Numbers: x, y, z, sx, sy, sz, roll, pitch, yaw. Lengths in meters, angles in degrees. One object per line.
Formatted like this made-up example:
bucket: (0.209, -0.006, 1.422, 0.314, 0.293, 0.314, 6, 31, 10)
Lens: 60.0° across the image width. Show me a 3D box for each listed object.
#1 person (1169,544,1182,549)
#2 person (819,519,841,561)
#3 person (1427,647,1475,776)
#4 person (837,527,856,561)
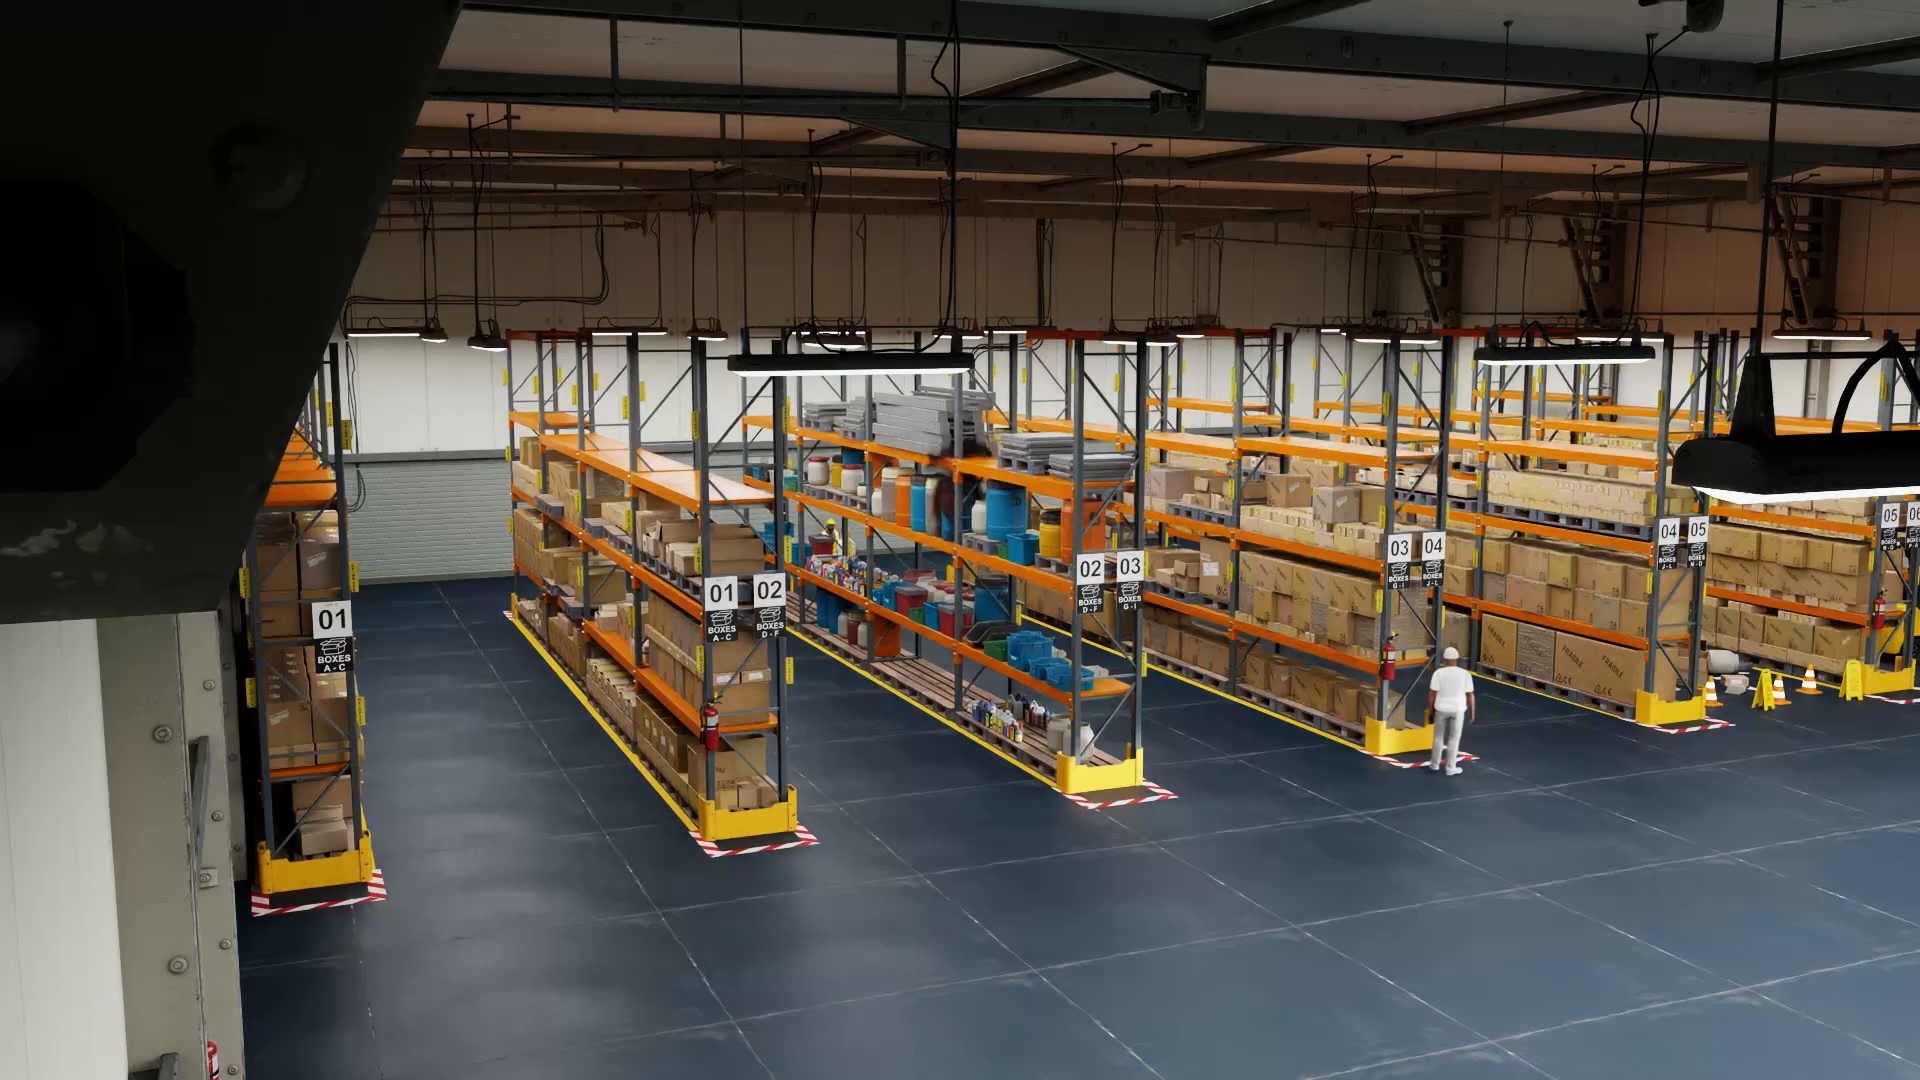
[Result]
person: (4.351, 0.912, 33.757, 0.365, 1.677, 0.492, -2, 8, -11)
person: (-2.861, 0.385, 37.375, 0.654, 1.722, 1.008, -5, 9, -31)
person: (6.797, 2.342, 22.997, 0.617, 1.768, 0.533, 3, 8, 21)
person: (-2.444, 0.594, 35.756, 0.475, 1.796, 0.652, 2, 8, 15)
